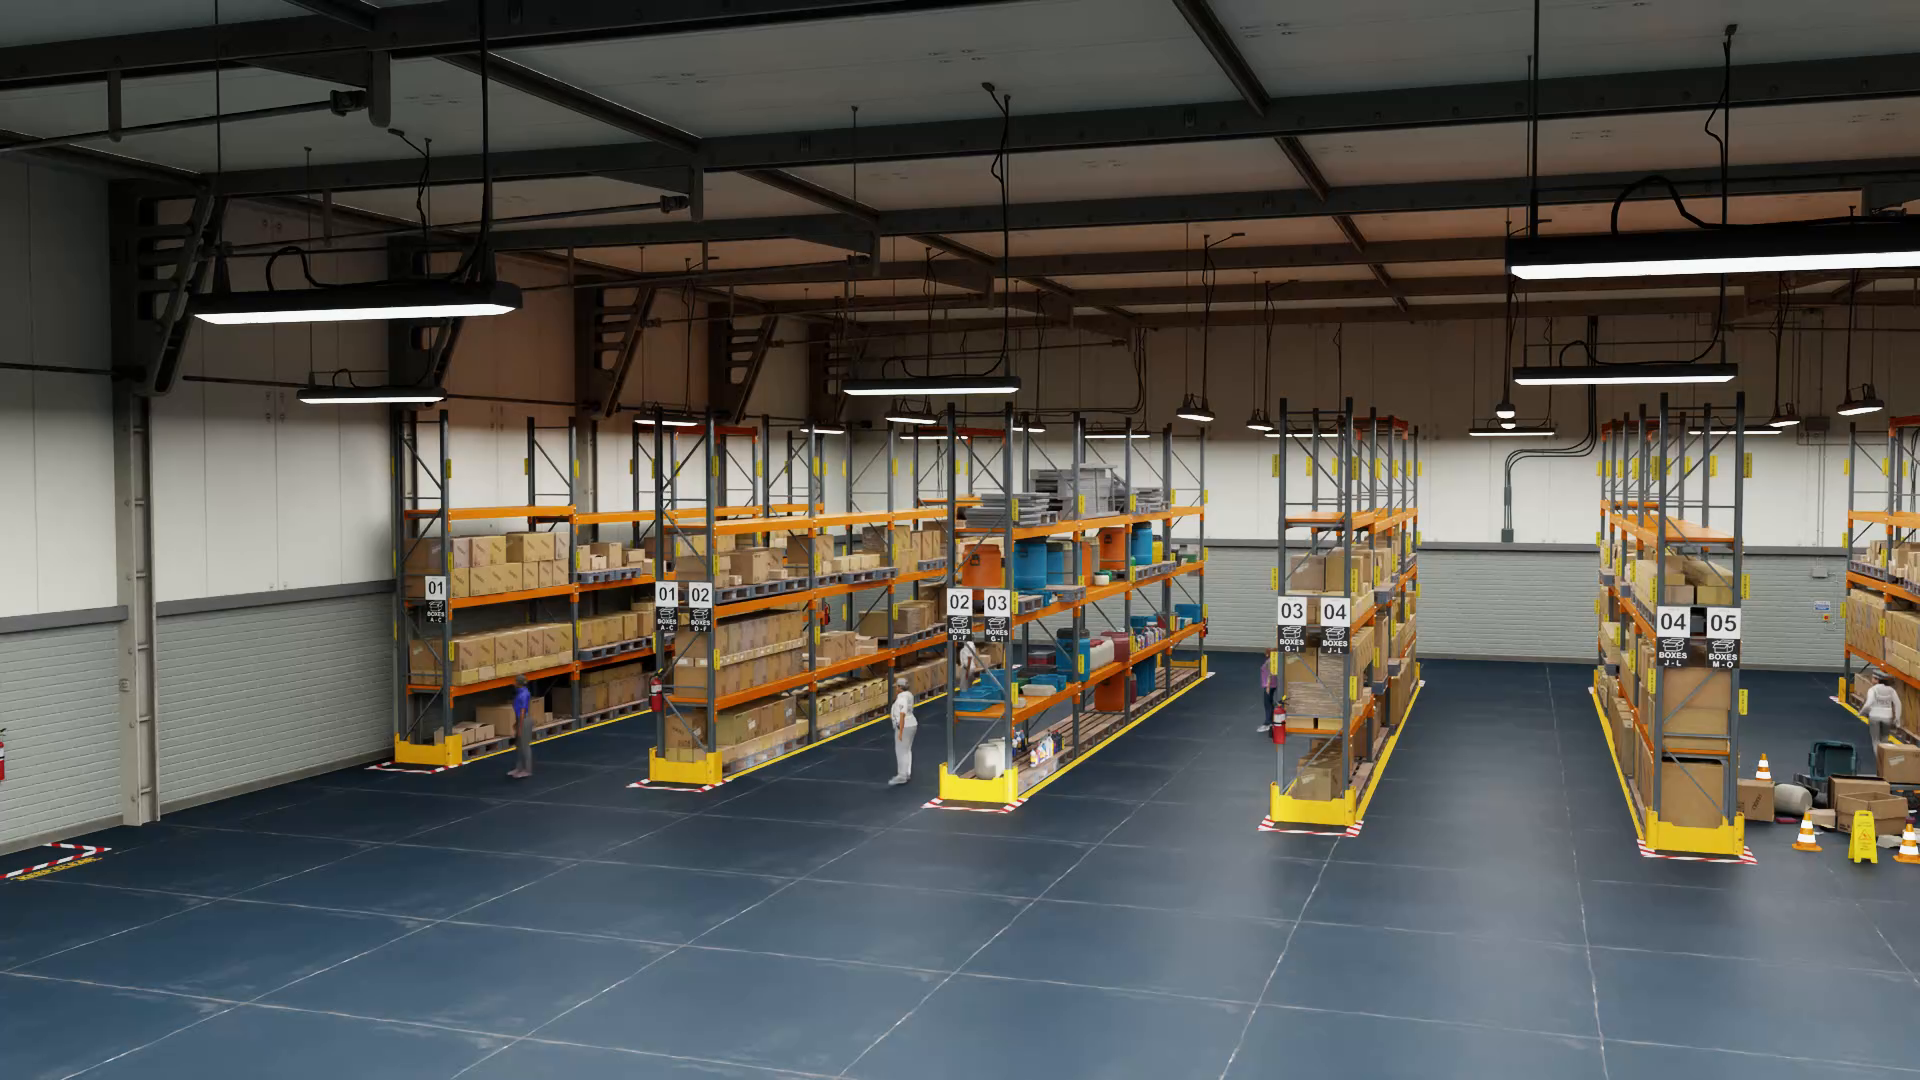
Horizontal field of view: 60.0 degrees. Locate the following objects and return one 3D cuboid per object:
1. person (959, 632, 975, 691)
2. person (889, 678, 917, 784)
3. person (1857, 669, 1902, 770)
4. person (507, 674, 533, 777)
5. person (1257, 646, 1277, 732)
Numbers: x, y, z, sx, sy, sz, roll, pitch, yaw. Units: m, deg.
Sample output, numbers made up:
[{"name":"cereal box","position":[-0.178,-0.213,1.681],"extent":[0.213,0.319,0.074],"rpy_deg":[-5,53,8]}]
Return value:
[{"name":"person","position":[0.148,2.705,34.237],"extent":[0.341,1.727,0.504],"rpy_deg":[0,2,7]},{"name":"person","position":[-0.901,3.028,26.527],"extent":[0.419,1.670,0.527],"rpy_deg":[1,3,13]},{"name":"person","position":[15.302,3.011,27.651],"extent":[0.643,1.708,0.612],"rpy_deg":[1,3,22]},{"name":"person","position":[-7.146,3.005,26.991],"extent":[0.417,1.671,0.456],"rpy_deg":[-1,3,-18]},{"name":"person","position":[5.883,2.840,31.851],"extent":[0.374,1.610,0.506],"rpy_deg":[0,2,9]}]
